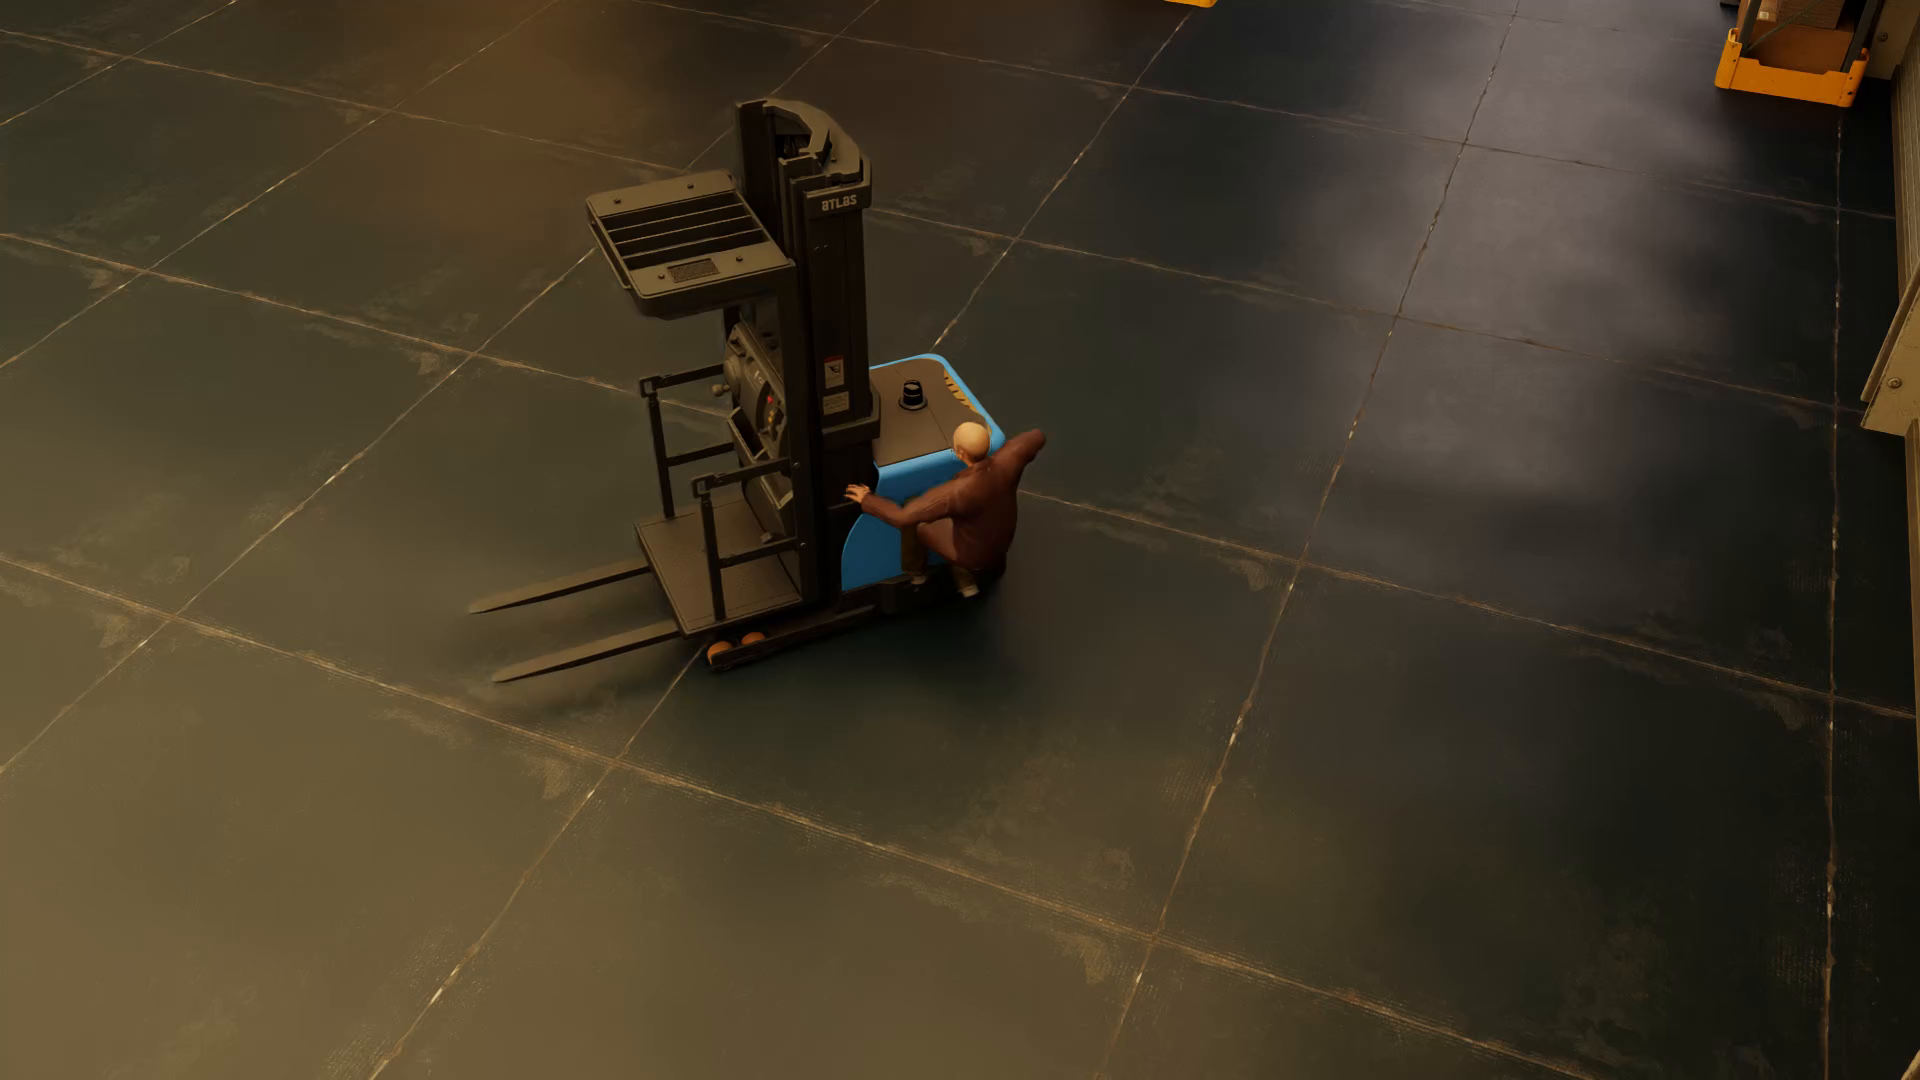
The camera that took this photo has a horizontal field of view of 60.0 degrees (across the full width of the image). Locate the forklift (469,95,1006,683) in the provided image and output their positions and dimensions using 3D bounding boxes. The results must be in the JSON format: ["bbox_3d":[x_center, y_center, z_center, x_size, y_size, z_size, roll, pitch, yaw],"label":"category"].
[{"bbox_3d":[-1.287,-0.773,8.930,3.031,2.935,1.130,-16,43,-18],"label":"forklift"}]

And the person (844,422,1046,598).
[{"bbox_3d":[-0.074,-0.165,9.284,0.892,1.511,1.097,28,47,29],"label":"person"}]
